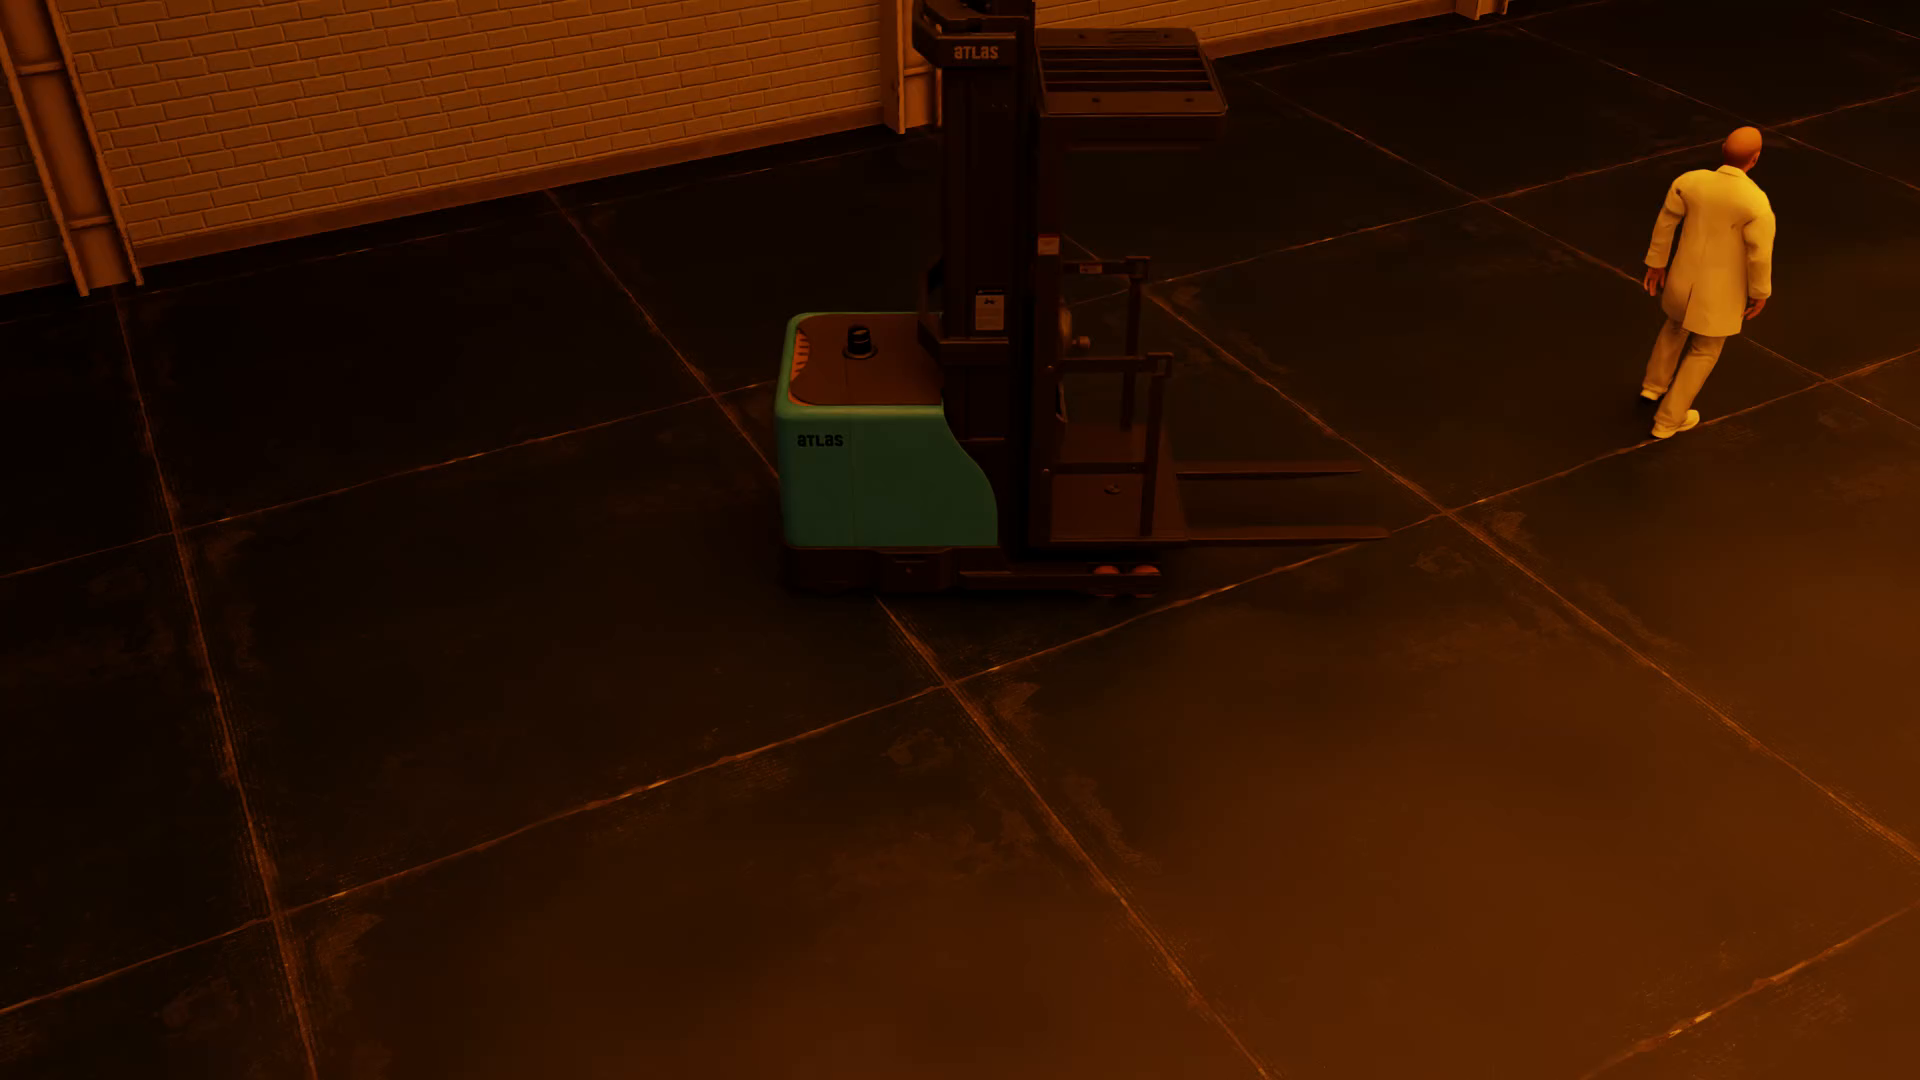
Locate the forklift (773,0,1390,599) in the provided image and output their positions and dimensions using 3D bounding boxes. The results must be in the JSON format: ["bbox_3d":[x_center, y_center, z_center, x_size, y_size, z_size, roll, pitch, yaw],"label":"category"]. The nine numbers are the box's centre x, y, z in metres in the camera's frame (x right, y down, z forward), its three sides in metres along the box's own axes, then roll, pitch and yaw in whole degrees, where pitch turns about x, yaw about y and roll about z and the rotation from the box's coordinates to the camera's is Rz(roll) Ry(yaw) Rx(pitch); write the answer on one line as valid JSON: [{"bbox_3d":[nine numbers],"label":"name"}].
[{"bbox_3d":[0.628,-1.213,7.840,3.031,2.935,1.130,0,35,-1],"label":"forklift"}]

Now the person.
[{"bbox_3d":[4.149,-1.417,9.197,0.606,1.825,0.685,-23,41,-29],"label":"person"}]
